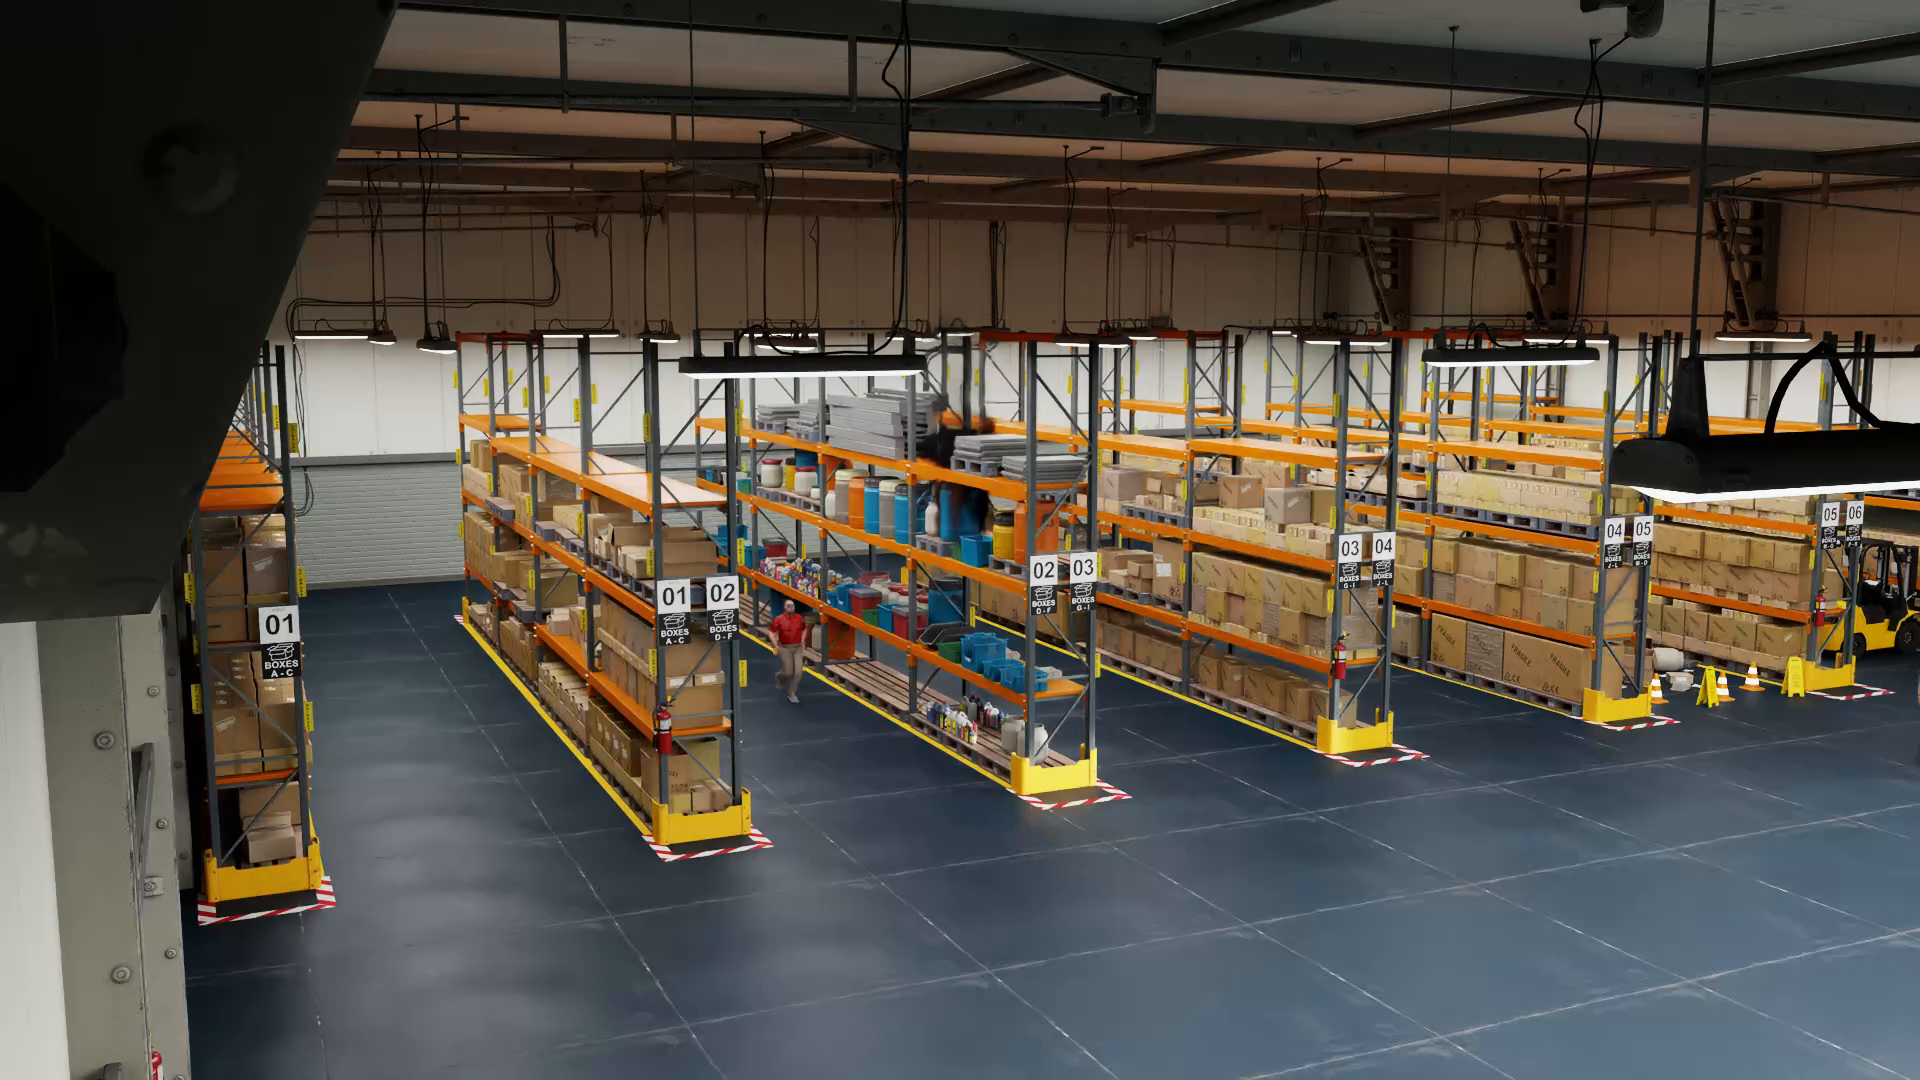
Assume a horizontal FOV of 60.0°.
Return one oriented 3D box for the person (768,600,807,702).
[{"bbox_3d":[-2.815,1.817,27.472,0.672,1.687,0.598,-4,9,-27],"label":"person"}]
